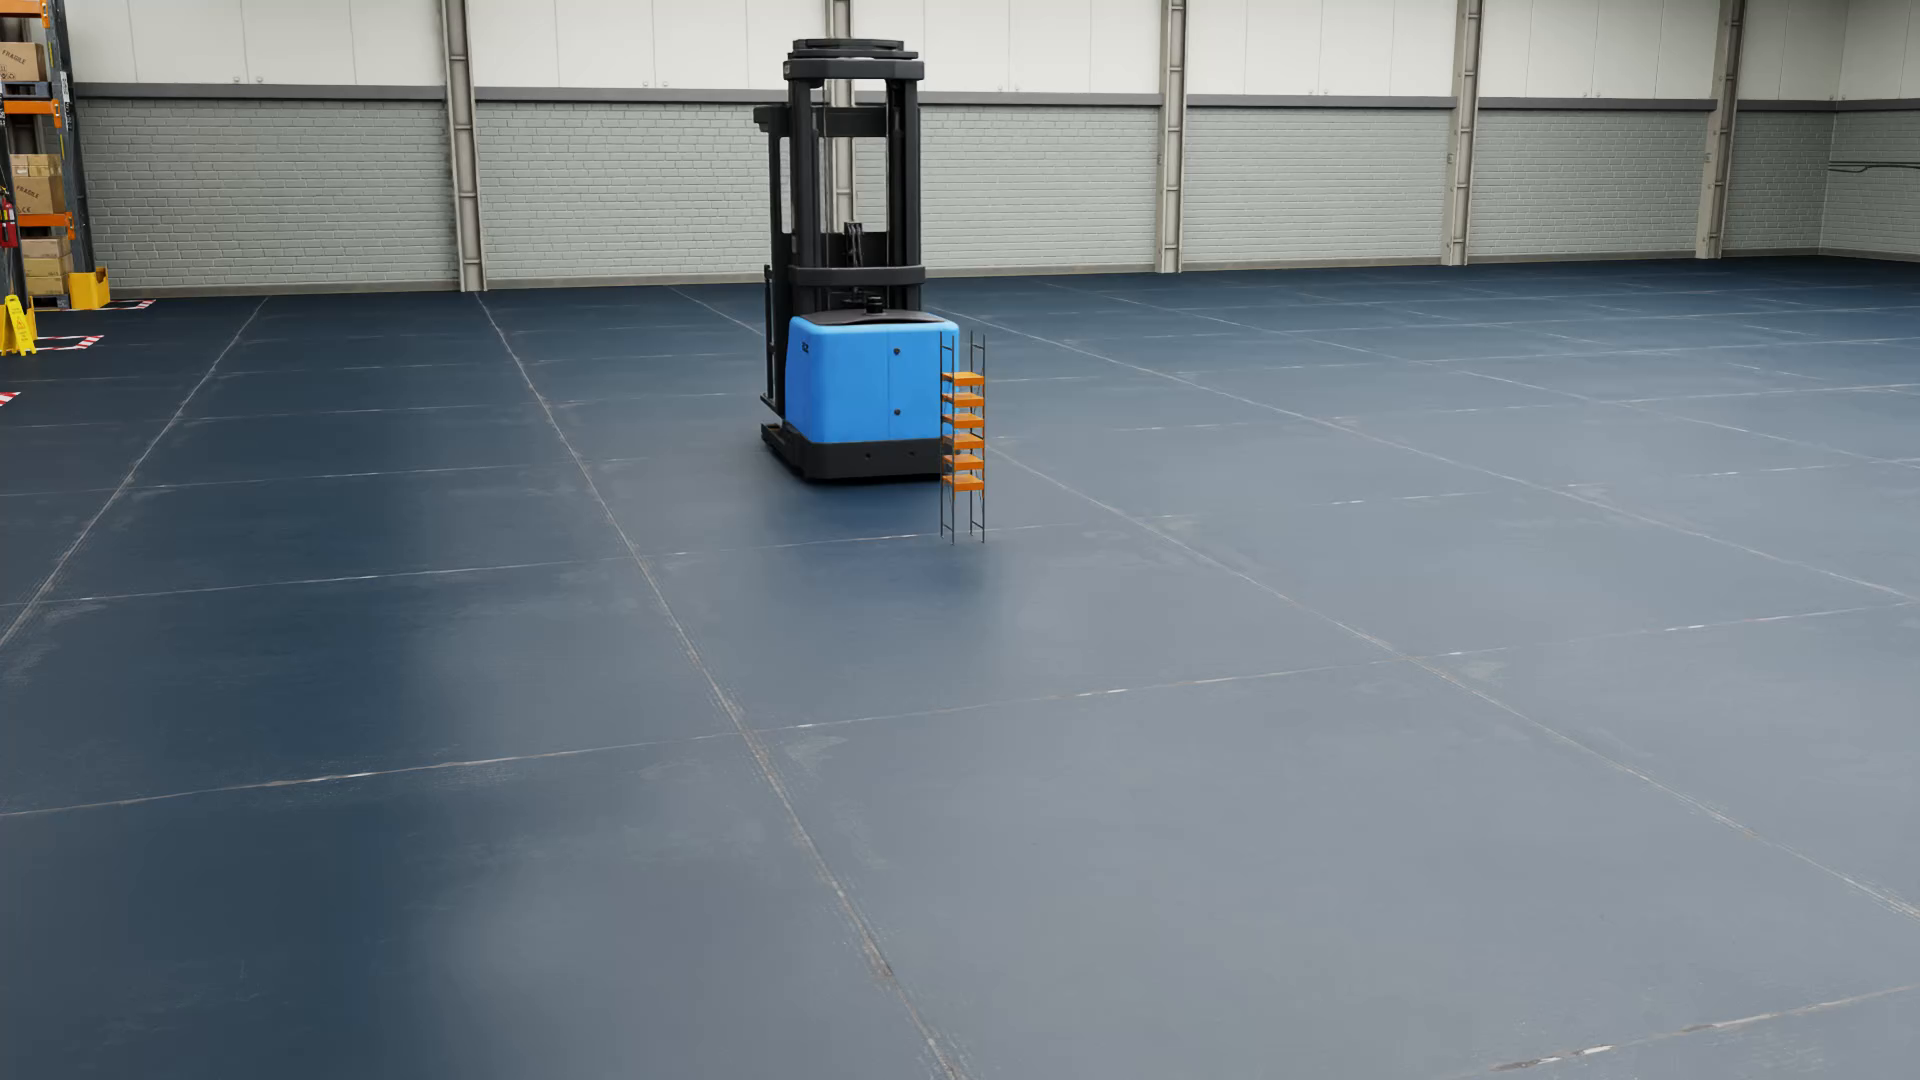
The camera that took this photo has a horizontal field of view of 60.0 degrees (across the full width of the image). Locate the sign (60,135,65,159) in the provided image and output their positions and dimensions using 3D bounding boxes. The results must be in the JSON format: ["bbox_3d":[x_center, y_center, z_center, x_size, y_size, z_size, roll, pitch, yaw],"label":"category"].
[{"bbox_3d":[-12.225,-5.352,22.649,0.005,0.325,0.100,-4,14,-18],"label":"sign"}]

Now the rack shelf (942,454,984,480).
[{"bbox_3d":[0.014,-0.425,9.546,0.180,0.103,0.258,-4,14,-18],"label":"rack shelf"}]

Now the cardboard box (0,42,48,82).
[{"bbox_3d":[-12.726,-6.469,22.534,0.500,0.500,0.500,-4,14,-16],"label":"cardboard box"}]

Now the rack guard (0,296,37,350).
[{"bbox_3d":[-10.870,-2.484,19.005,0.348,0.500,1.175,-4,14,-18],"label":"rack guard"}]

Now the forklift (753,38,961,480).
[{"bbox_3d":[-0.886,-2.125,12.241,1.130,2.935,3.031,-4,14,-16],"label":"forklift"}]

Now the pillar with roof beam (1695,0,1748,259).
[{"bbox_3d":[16.474,-9.129,28.575,0.400,9.000,9.100,-4,14,-18],"label":"pillar with roof beam"}]

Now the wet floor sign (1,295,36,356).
[{"bbox_3d":[-10.277,-2.340,18.084,0.232,0.644,0.267,0,13,1],"label":"wet floor sign"}]

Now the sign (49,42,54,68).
[{"bbox_3d":[-12.225,-6.525,22.370,0.005,0.325,0.100,-4,14,-18],"label":"sign"}]

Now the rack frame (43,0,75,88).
[{"bbox_3d":[-12.384,-7.713,22.621,0.127,3.000,1.000,-4,14,-18],"label":"rack frame"}]

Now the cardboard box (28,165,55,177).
[{"bbox_3d":[-12.624,-5.071,22.863,0.250,0.149,0.380,-4,14,-17],"label":"cardboard box"}]

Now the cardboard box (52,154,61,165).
[{"bbox_3d":[-12.771,-5.325,23.287,0.250,0.149,0.380,-5,14,-19],"label":"cardboard box"}]

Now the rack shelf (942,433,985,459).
[{"bbox_3d":[0.014,-0.542,9.519,0.180,0.103,0.258,-4,14,-18],"label":"rack shelf"}]

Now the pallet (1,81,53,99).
[{"bbox_3d":[-13.063,-6.164,22.783,1.213,0.211,1.003,-4,14,-18],"label":"pallet"}]

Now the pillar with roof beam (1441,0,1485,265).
[{"bbox_3d":[10.788,-8.686,26.713,0.400,9.000,9.100,-4,14,-18],"label":"pillar with roof beam"}]

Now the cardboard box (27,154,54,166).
[{"bbox_3d":[-12.657,-5.230,22.889,0.250,0.149,0.380,-4,14,-18],"label":"cardboard box"}]

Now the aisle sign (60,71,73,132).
[{"bbox_3d":[-12.229,-5.999,22.764,0.004,0.787,0.394,-4,14,-18],"label":"aisle sign"}]

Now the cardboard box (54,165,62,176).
[{"bbox_3d":[-12.789,-5.190,23.362,0.250,0.149,0.380,-5,14,-20],"label":"cardboard box"}]

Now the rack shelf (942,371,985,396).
[{"bbox_3d":[0.014,-0.892,9.435,0.180,0.103,0.258,-4,14,-18],"label":"rack shelf"}]

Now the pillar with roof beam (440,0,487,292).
[{"bbox_3d":[-6.272,-7.358,21.128,0.400,9.000,9.100,-4,14,-18],"label":"pillar with roof beam"}]

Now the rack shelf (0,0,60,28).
[{"bbox_3d":[-14.280,-7.020,22.130,4.000,0.370,1.077,-4,14,-18],"label":"rack shelf"}]

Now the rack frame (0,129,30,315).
[{"bbox_3d":[-10.798,-3.706,18.740,0.127,3.000,1.000,-4,14,-18],"label":"rack frame"}]

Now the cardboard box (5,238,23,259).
[{"bbox_3d":[-13.204,-4.006,22.875,0.500,0.250,0.500,-4,14,-17],"label":"cardboard box"}]

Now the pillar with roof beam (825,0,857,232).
[{"bbox_3d":[-0.586,-7.800,22.990,0.400,9.000,9.100,-4,14,-18],"label":"pillar with roof beam"}]

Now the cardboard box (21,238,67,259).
[{"bbox_3d":[-12.721,-4.045,23.039,0.500,0.250,0.500,-4,14,-16],"label":"cardboard box"}]

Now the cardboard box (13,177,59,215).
[{"bbox_3d":[-12.767,-4.749,22.909,0.500,0.500,0.500,-5,14,-19],"label":"cardboard box"}]

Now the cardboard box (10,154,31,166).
[{"bbox_3d":[-12.881,-5.205,22.783,0.250,0.149,0.380,-4,14,-18],"label":"cardboard box"}]

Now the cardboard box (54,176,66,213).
[{"bbox_3d":[-12.943,-4.867,23.406,0.500,0.500,0.500,-4,14,-16],"label":"cardboard box"}]

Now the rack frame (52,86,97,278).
[{"bbox_3d":[-12.384,-4.794,23.315,0.127,3.000,1.000,-4,14,-18],"label":"rack frame"}]

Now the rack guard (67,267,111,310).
[{"bbox_3d":[-12.362,-3.580,23.612,0.348,0.500,1.175,-4,14,-18],"label":"rack guard"}]

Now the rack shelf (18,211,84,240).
[{"bbox_3d":[-14.280,-4.296,22.778,4.000,0.370,1.077,-4,14,-18],"label":"rack shelf"}]

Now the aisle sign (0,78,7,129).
[{"bbox_3d":[-10.838,-5.043,18.744,0.004,0.787,0.394,-4,14,-18],"label":"aisle sign"}]

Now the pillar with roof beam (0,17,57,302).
[{"bbox_3d":[-11.959,-6.915,19.267,0.400,9.000,9.100,-4,14,-18],"label":"pillar with roof beam"}]

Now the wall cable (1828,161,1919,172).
[{"bbox_3d":[18.315,-8.490,32.598,0.112,2.526,3.097,-4,14,-18],"label":"wall cable"}]

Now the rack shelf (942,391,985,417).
[{"bbox_3d":[0.014,-0.775,9.463,0.180,0.103,0.258,-4,14,-18],"label":"rack shelf"}]

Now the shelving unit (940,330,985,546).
[{"bbox_3d":[0.014,-0.585,9.508,0.189,1.200,0.258,-4,14,-18],"label":"shelving unit"}]

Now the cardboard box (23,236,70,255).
[{"bbox_3d":[-12.900,-4.153,23.494,0.500,0.250,0.500,-5,14,-19],"label":"cardboard box"}]

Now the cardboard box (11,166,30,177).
[{"bbox_3d":[-12.856,-5.046,22.756,0.250,0.149,0.380,-4,14,-17],"label":"cardboard box"}]

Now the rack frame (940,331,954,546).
[{"bbox_3d":[-0.073,-0.578,9.480,0.006,1.200,0.240,-4,14,-18],"label":"rack frame"}]

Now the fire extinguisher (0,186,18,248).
[{"bbox_3d":[-10.542,-3.575,18.359,0.183,0.674,0.296,-4,14,-18],"label":"fire extinguisher"}]

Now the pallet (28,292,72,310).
[{"bbox_3d":[-13.096,-3.372,23.362,1.213,0.211,1.003,-4,14,-18],"label":"pallet"}]

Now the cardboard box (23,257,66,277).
[{"bbox_3d":[-12.746,-3.799,23.088,0.500,0.250,0.500,-5,14,-19],"label":"cardboard box"}]

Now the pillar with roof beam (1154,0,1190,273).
[{"bbox_3d":[5.101,-8.243,24.852,0.400,9.000,9.100,-4,14,-18],"label":"pillar with roof beam"}]

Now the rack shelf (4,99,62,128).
[{"bbox_3d":[-14.280,-5.756,22.431,4.000,0.370,1.077,-4,14,-18],"label":"rack shelf"}]

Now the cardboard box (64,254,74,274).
[{"bbox_3d":[-12.896,-3.915,23.573,0.500,0.250,0.500,-4,14,-17],"label":"cardboard box"}]

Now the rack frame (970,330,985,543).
[{"bbox_3d":[0.100,-0.592,9.537,0.006,1.200,0.240,-4,14,-18],"label":"rack frame"}]

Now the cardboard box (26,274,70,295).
[{"bbox_3d":[-12.729,-3.557,23.148,0.500,0.250,0.500,-4,14,-18],"label":"cardboard box"}]

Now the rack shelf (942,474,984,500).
[{"bbox_3d":[0.014,-0.308,9.574,0.180,0.103,0.258,-4,14,-18],"label":"rack shelf"}]

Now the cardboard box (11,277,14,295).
[{"bbox_3d":[-13.203,-3.522,23.002,0.500,0.250,0.500,-4,14,-18],"label":"cardboard box"}]

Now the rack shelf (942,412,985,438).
[{"bbox_3d":[0.014,-0.658,9.491,0.180,0.103,0.258,-4,14,-18],"label":"rack shelf"}]
